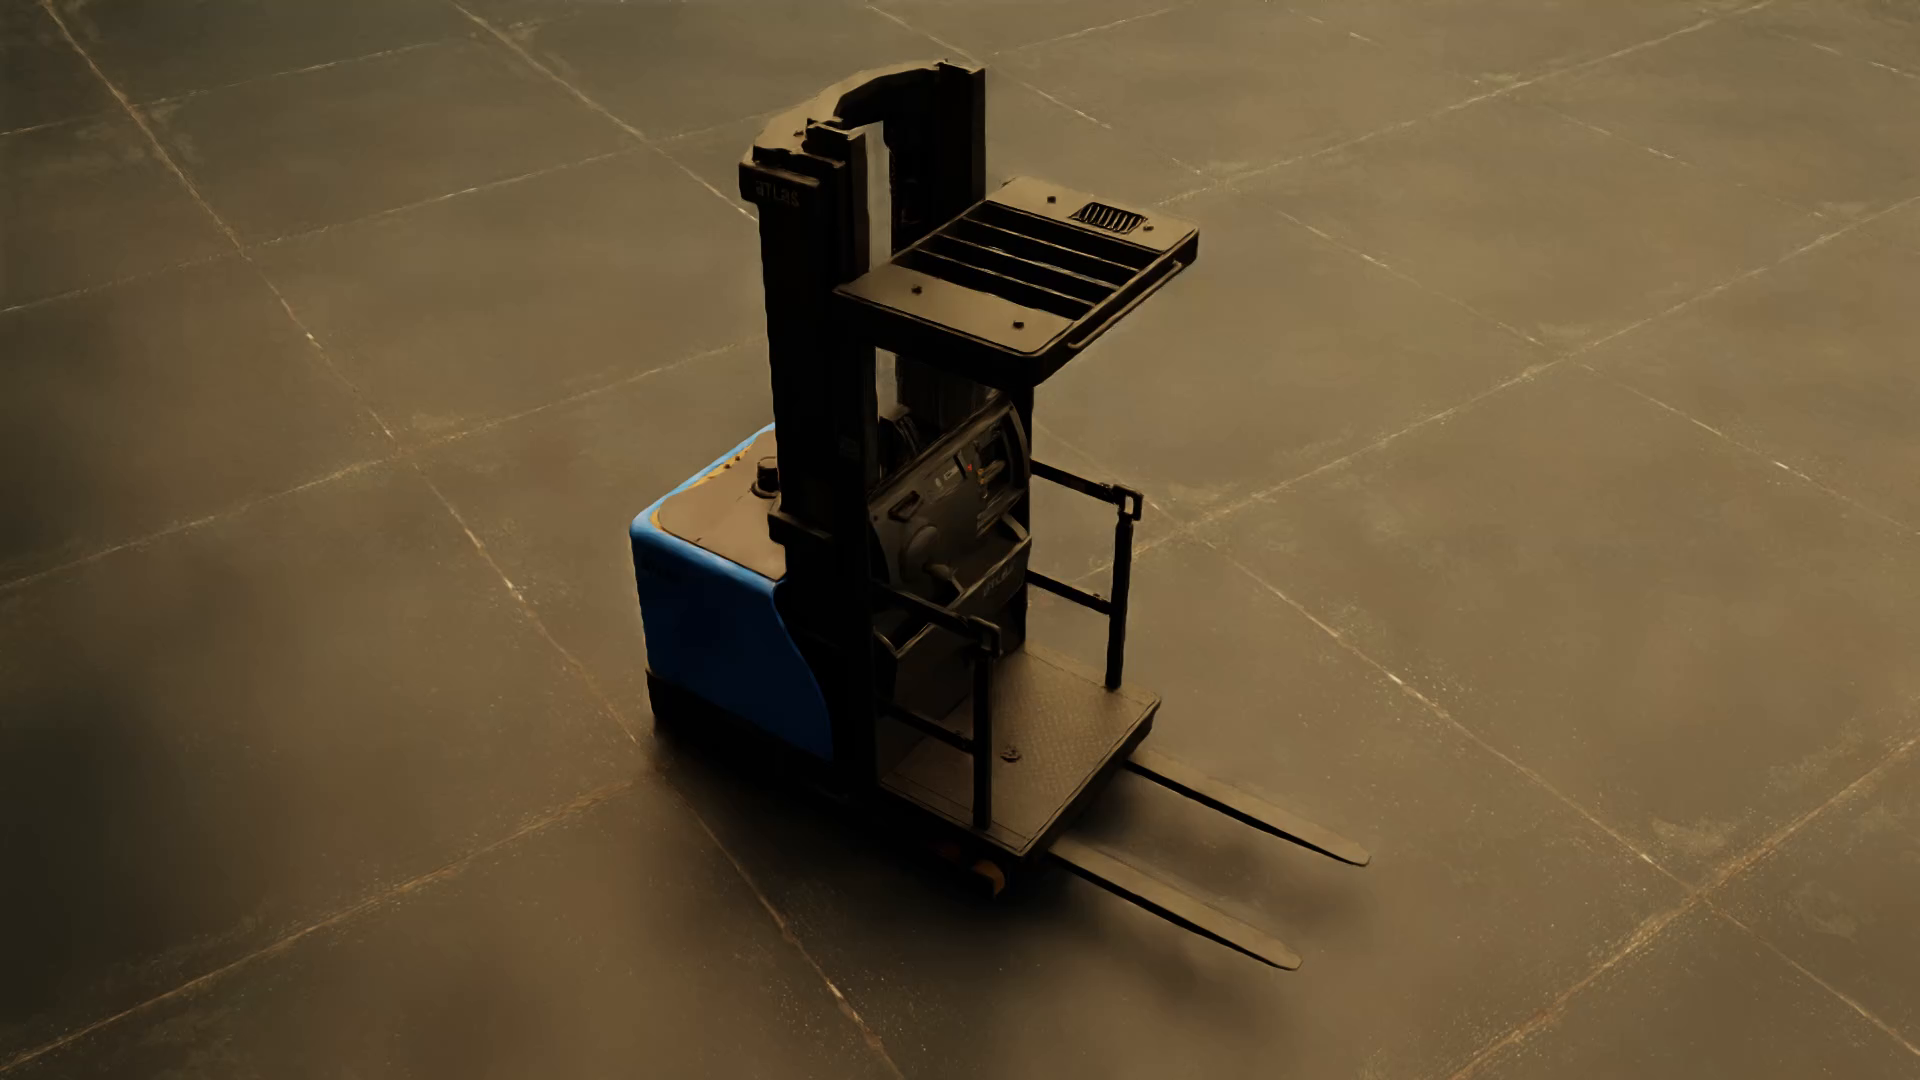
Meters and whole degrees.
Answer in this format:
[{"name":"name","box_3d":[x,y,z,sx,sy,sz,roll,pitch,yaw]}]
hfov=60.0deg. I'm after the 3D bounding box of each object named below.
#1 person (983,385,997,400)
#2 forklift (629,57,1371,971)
[{"name":"person","box_3d":[-0.032,-0.688,7.986,0.521,1.597,0.474,-23,42,-28]},{"name":"forklift","box_3d":[0.146,-0.131,6.122,3.031,2.935,1.130,22,42,27]}]
